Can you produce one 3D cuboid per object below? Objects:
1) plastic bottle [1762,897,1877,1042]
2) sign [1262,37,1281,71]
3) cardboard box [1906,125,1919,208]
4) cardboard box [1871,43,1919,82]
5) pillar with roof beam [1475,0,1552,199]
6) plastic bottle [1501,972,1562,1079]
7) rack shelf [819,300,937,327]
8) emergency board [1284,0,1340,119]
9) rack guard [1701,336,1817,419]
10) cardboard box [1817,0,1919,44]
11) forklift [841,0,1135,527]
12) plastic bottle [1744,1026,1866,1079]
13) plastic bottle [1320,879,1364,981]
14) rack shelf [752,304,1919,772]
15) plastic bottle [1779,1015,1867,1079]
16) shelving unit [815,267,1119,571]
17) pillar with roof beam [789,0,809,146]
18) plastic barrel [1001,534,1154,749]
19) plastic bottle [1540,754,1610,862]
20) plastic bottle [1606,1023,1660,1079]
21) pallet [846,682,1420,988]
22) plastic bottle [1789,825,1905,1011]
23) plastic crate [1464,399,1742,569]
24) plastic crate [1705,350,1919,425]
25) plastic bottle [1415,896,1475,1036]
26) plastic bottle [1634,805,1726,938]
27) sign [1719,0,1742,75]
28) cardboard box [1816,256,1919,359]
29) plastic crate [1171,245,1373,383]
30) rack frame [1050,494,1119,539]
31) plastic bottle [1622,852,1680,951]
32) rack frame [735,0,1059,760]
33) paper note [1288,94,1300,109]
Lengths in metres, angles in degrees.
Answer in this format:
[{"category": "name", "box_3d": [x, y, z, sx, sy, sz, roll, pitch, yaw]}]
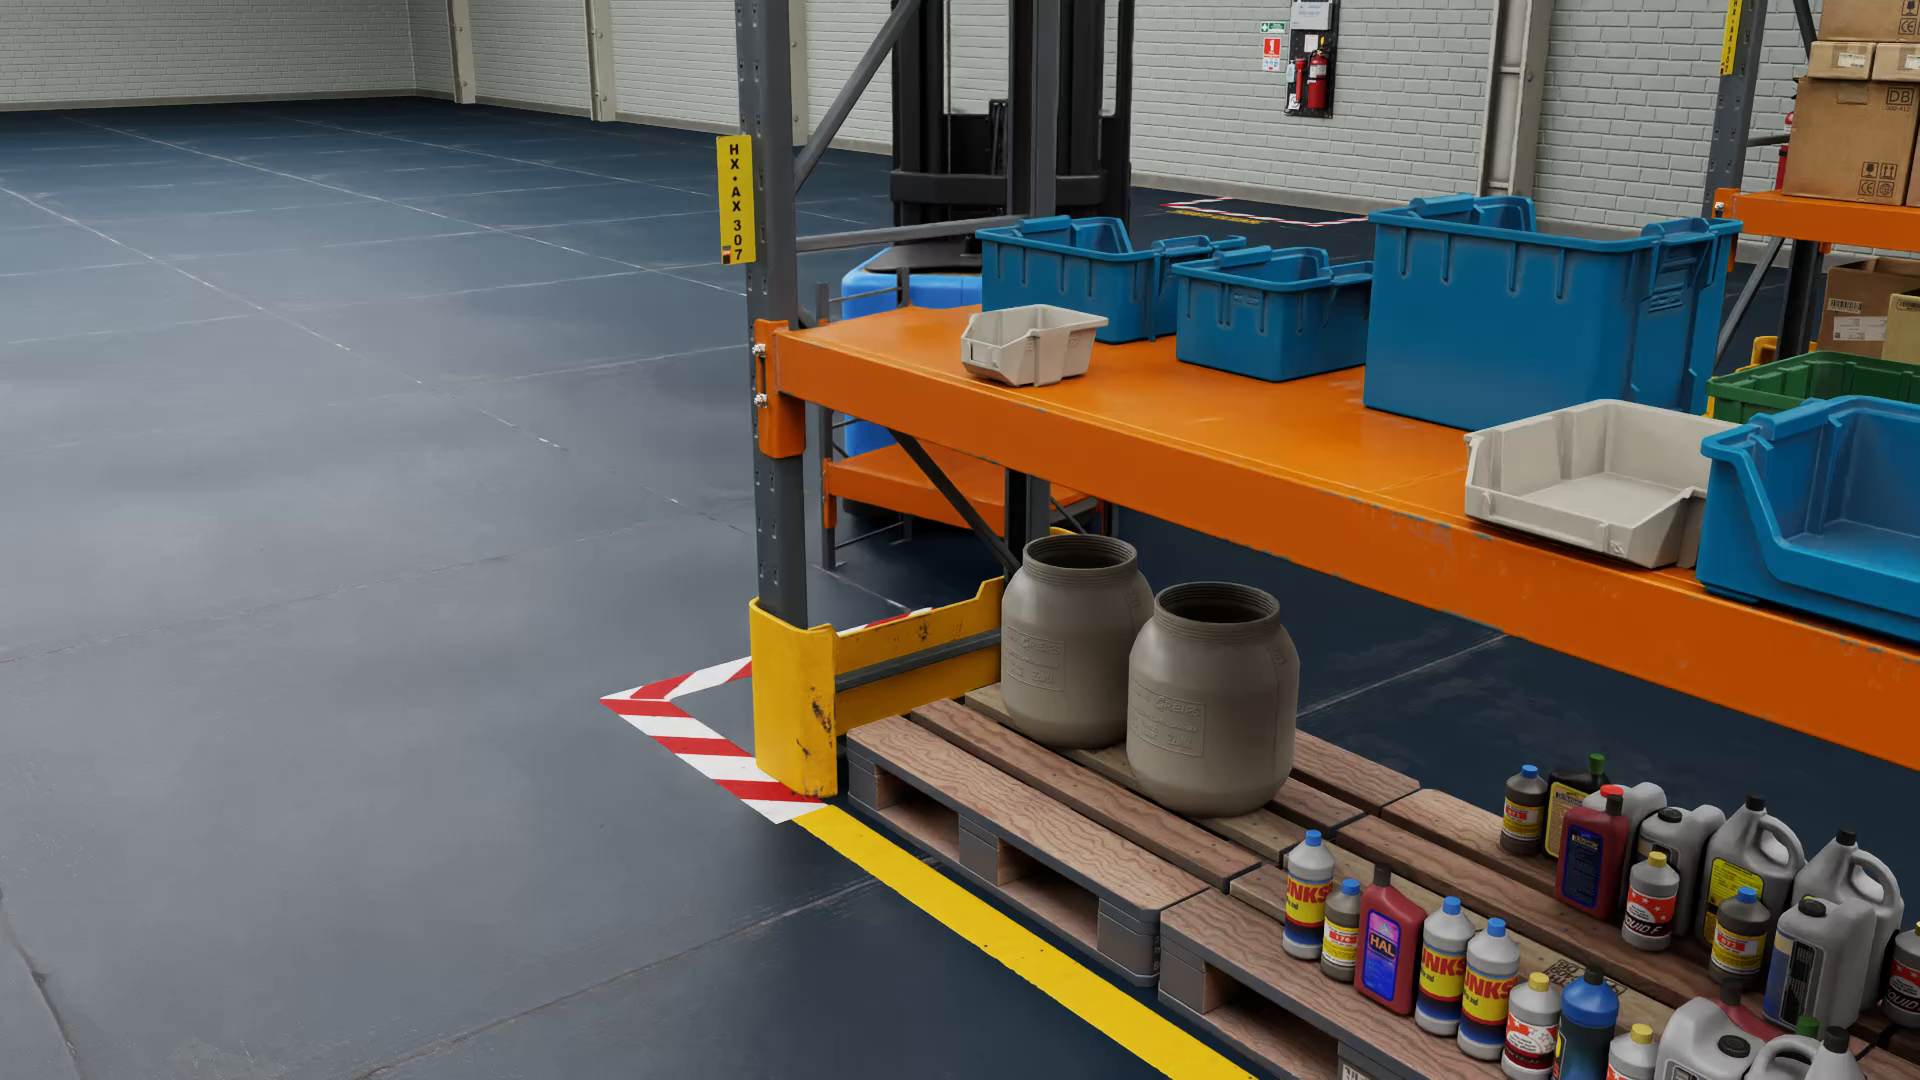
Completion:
[{"category": "plastic bottle", "box_3d": [1.681, 0.818, 3.253, 0.152, 0.276, 0.135, -14, 23, -36]}, {"category": "sign", "box_3d": [3.241, -5.054, 17.296, 0.001, 0.329, 0.234, -14, 23, -36]}, {"category": "cardboard box", "box_3d": [4.350, -1.623, 6.832, 0.700, 0.500, 0.500, -13, 22, -35]}, {"category": "cardboard box", "box_3d": [3.981, -1.973, 6.860, 0.380, 0.149, 0.250, -15, 23, -37]}, {"category": "pillar with roof beam", "box_3d": [1.633, -6.272, 11.487, 9.100, 9.000, 0.400, -14, 23, -36]}, {"category": "plastic bottle", "box_3d": [1.073, 0.905, 3.109, 0.097, 0.201, 0.097, 0, 18, 0]}, {"category": "rack shelf", "box_3d": [0.024, -0.652, 6.111, 1.000, 0.278, 0.538, 14, 23, 37]}, {"category": "emergency board", "box_3d": [3.504, -4.880, 16.829, 0.194, 1.169, 0.643, -14, 23, -36]}, {"category": "rack guard", "box_3d": [3.725, -0.641, 8.002, 1.175, 0.500, 0.348, -14, 23, -36]}, {"category": "cardboard box", "box_3d": [4.053, -2.354, 6.977, 0.700, 0.500, 0.500, -14, 23, -36]}, {"category": "forklift", "box_3d": [0.277, -1.867, 7.838, 1.130, 2.935, 3.031, 3, 19, 10]}, {"category": "plastic bottle", "box_3d": [1.393, 0.949, 2.737, 0.144, 0.351, 0.185, -14, 23, -36]}, {"category": "plastic bottle", "box_3d": [0.800, 0.797, 3.435, 0.097, 0.201, 0.097, 0, 18, 0]}, {"category": "rack shelf", "box_3d": [1.096, -0.021, 3.299, 1.077, 0.370, 4.000, -14, 23, -36]}, {"category": "plastic bottle", "box_3d": [1.457, 0.955, 2.827, 0.061, 0.283, 0.133, -14, 23, -36]}, {"category": "shelving unit", "box_3d": [0.024, -0.374, 6.203, 1.048, 1.125, 0.538, 14, 23, 37]}, {"category": "pillar with roof beam", "box_3d": [-5.817, -9.229, 20.417, 9.100, 9.000, 0.400, -14, 23, -36]}, {"category": "plastic barrel", "box_3d": [0.323, 0.273, 4.555, 0.421, 0.512, 0.421, 0, 18, 0]}, {"category": "plastic bottle", "box_3d": [1.425, 0.617, 3.848, 0.061, 0.283, 0.133, -13, 23, -35]}, {"category": "plastic bottle", "box_3d": [1.200, 0.956, 2.956, 0.097, 0.201, 0.097, 0, 18, 0]}, {"category": "pallet", "box_3d": [0.439, 0.679, 4.476, 1.003, 0.211, 1.213, -14, 23, -36]}, {"category": "plastic bottle", "box_3d": [1.781, 0.748, 3.347, 0.144, 0.351, 0.185, -14, 23, -37]}, {"category": "plastic crate", "box_3d": [1.131, -0.095, 2.798, 0.530, 0.136, 0.437, -14, 23, -36]}, {"category": "plastic crate", "box_3d": [1.717, -0.159, 2.907, 0.450, 0.188, 0.662, -14, 23, -36]}, {"category": "plastic bottle", "box_3d": [0.949, 0.823, 3.246, 0.097, 0.271, 0.097, 0, 18, 0]}, {"category": "plastic bottle", "box_3d": [1.560, 0.697, 3.618, 0.152, 0.276, 0.135, -15, 23, -38]}, {"category": "sign", "box_3d": [3.301, -2.163, 7.120, 0.100, 0.325, 0.005, -14, 23, -36]}, {"category": "cardboard box", "box_3d": [4.306, -0.997, 7.616, 0.500, 0.500, 0.500, -14, 23, -36]}, {"category": "plastic crate", "box_3d": [0.799, -0.559, 4.015, 0.499, 0.251, 0.408, -14, 23, -36]}, {"category": "rack frame", "box_3d": [0.417, -0.273, 5.896, 0.032, 1.125, 0.500, 14, 23, 37]}, {"category": "plastic bottle", "box_3d": [1.474, 0.762, 3.542, 0.097, 0.201, 0.097, 0, 18, 0]}, {"category": "rack frame", "box_3d": [-0.145, -0.856, 4.674, 1.000, 3.000, 0.127, -14, 23, -36]}, {"category": "paper note", "box_3d": [3.448, -4.519, 17.140, 0.016, 0.148, 0.142, -14, 23, -36]}]
